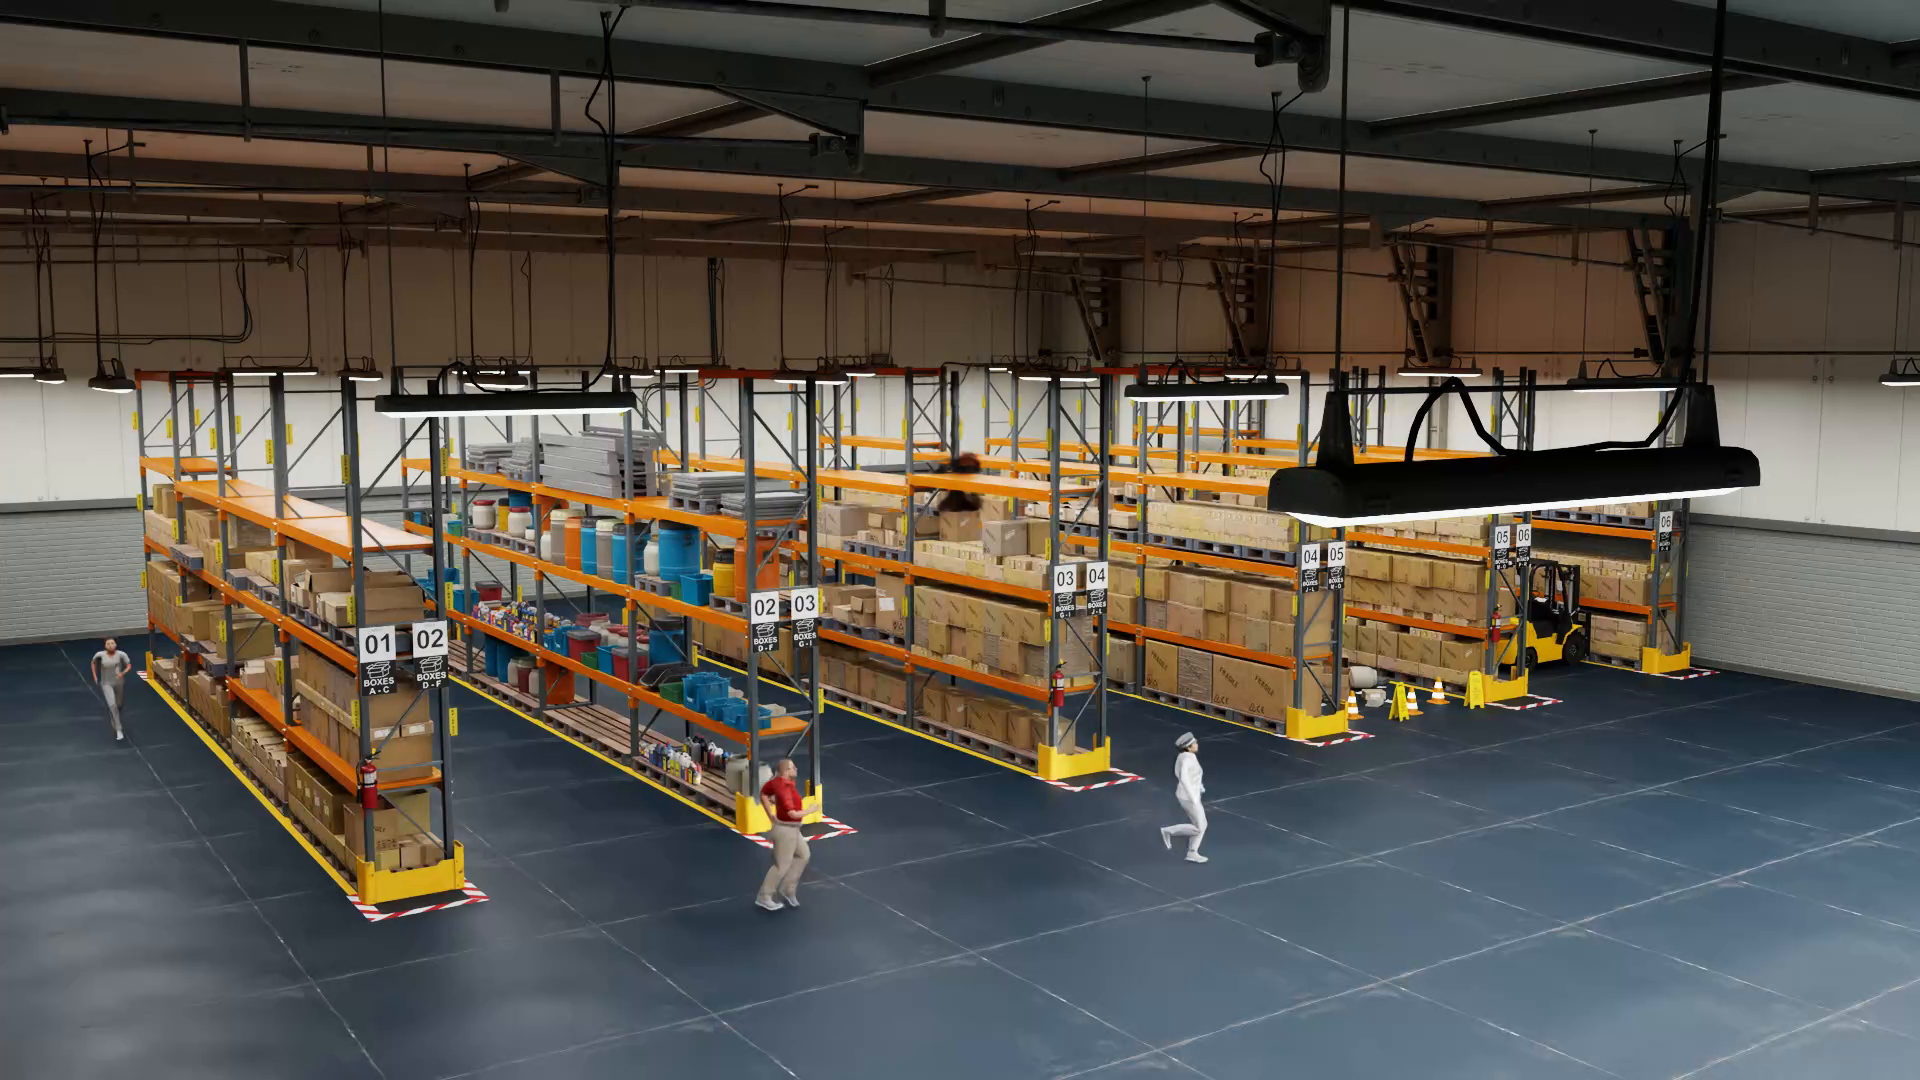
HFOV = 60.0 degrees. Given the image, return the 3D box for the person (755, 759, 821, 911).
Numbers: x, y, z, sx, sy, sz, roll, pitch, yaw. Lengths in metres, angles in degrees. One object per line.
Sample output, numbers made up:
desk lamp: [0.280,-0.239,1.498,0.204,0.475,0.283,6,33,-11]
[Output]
person: [-1.955,3.366,18.872,0.768,1.801,0.655,-1,7,-10]

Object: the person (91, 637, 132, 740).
person: [-14.020,2.405,27.515,0.587,1.664,1.008,-4,7,-31]

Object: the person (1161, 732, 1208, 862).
person: [2.791,3.196,20.665,0.611,1.657,0.639,0,6,0]
